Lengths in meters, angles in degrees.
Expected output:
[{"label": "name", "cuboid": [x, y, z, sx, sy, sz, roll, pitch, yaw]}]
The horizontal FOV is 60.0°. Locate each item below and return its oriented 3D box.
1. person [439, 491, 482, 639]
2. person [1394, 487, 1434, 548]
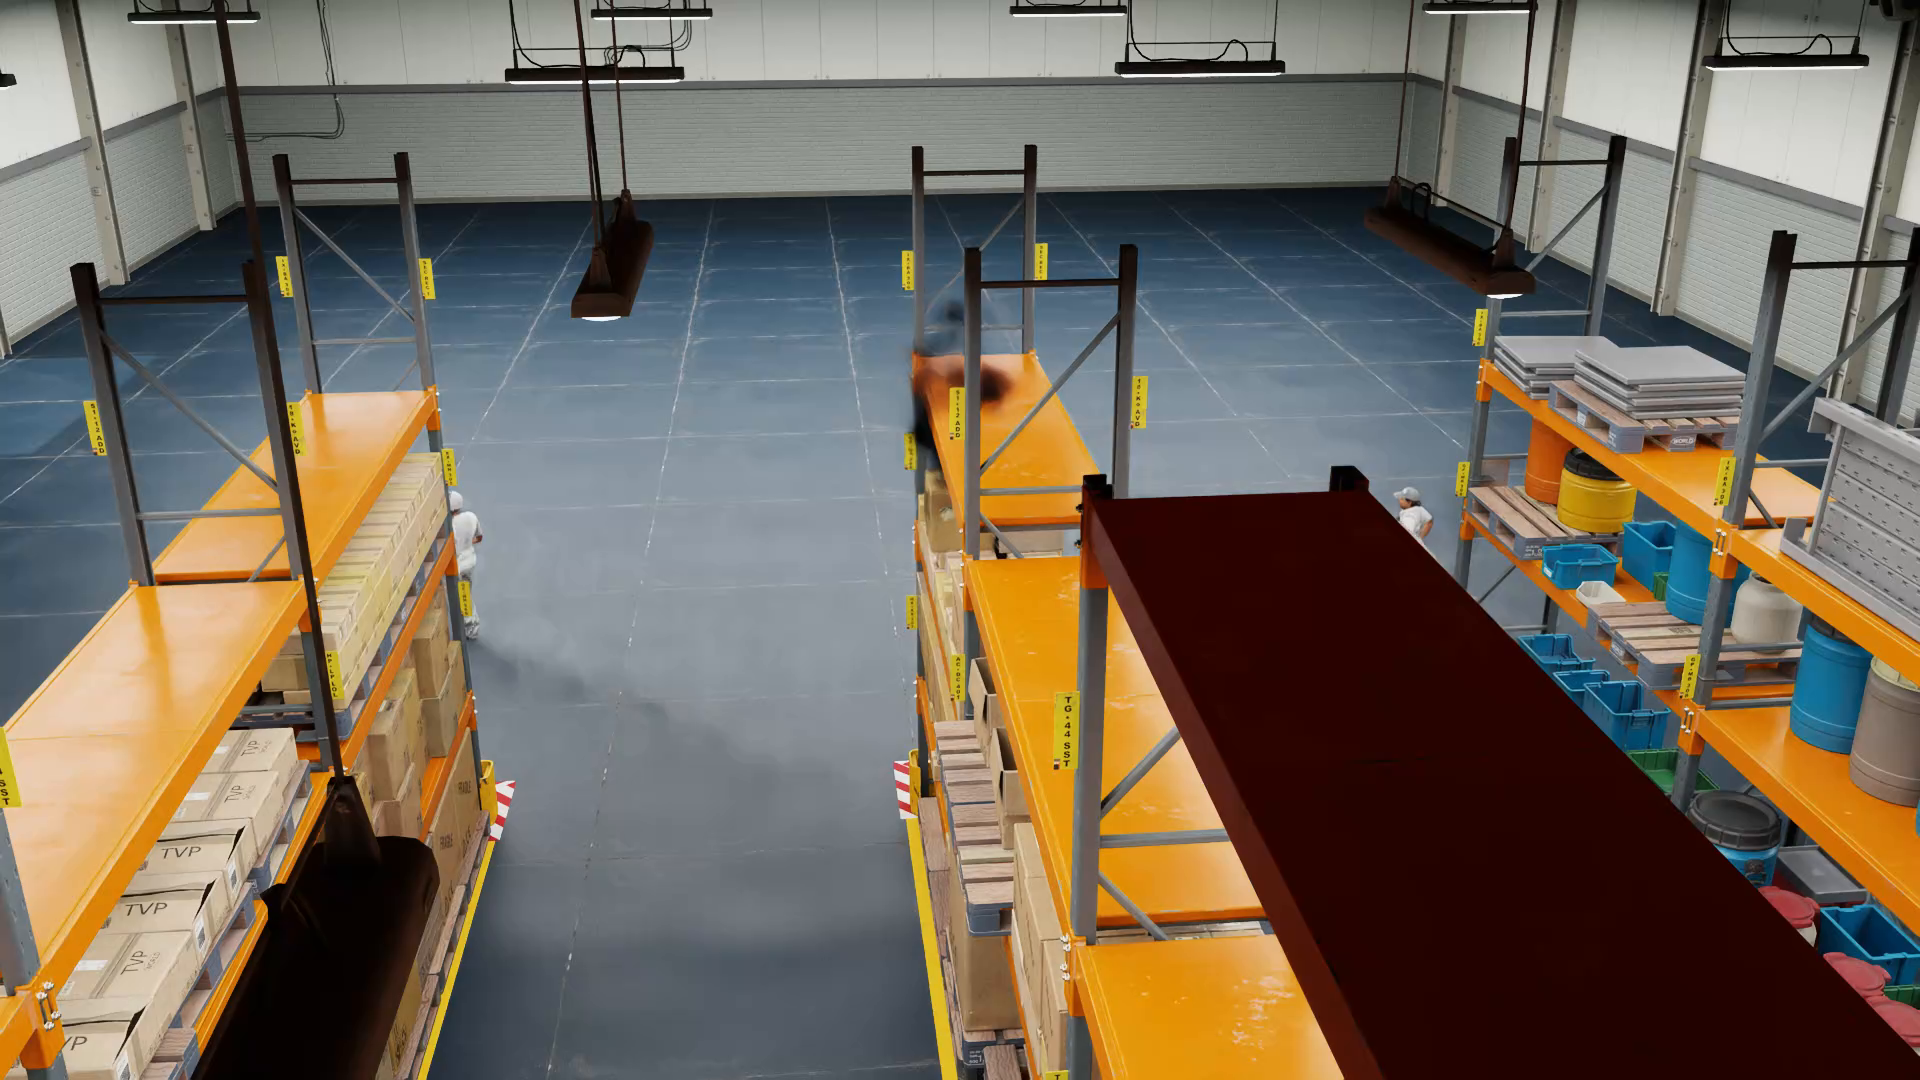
[{"label": "person", "cuboid": [-5.668, 0.260, 18.599, 0.589, 1.737, 0.669, 15, 26, 33]}, {"label": "person", "cuboid": [5.070, 0.222, 18.850, 0.821, 1.724, 0.570, 5, 22, 13]}]
